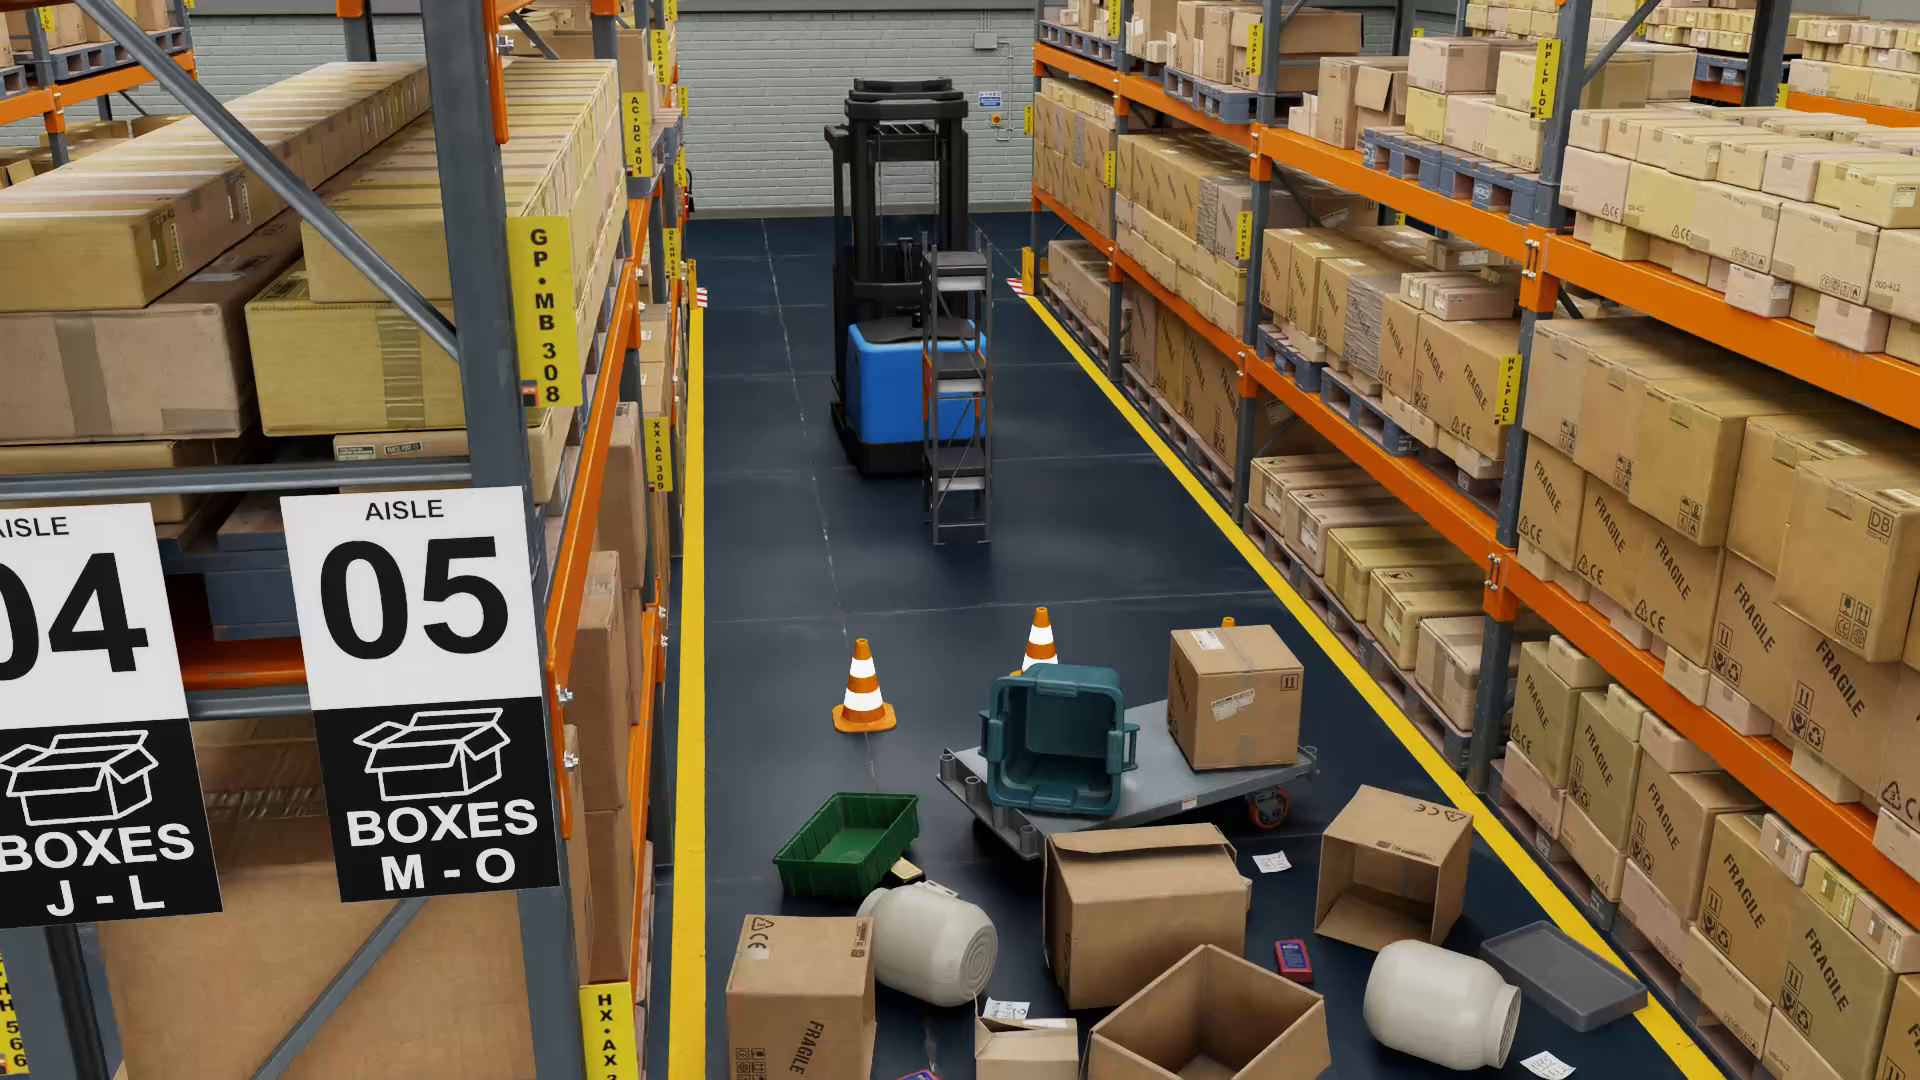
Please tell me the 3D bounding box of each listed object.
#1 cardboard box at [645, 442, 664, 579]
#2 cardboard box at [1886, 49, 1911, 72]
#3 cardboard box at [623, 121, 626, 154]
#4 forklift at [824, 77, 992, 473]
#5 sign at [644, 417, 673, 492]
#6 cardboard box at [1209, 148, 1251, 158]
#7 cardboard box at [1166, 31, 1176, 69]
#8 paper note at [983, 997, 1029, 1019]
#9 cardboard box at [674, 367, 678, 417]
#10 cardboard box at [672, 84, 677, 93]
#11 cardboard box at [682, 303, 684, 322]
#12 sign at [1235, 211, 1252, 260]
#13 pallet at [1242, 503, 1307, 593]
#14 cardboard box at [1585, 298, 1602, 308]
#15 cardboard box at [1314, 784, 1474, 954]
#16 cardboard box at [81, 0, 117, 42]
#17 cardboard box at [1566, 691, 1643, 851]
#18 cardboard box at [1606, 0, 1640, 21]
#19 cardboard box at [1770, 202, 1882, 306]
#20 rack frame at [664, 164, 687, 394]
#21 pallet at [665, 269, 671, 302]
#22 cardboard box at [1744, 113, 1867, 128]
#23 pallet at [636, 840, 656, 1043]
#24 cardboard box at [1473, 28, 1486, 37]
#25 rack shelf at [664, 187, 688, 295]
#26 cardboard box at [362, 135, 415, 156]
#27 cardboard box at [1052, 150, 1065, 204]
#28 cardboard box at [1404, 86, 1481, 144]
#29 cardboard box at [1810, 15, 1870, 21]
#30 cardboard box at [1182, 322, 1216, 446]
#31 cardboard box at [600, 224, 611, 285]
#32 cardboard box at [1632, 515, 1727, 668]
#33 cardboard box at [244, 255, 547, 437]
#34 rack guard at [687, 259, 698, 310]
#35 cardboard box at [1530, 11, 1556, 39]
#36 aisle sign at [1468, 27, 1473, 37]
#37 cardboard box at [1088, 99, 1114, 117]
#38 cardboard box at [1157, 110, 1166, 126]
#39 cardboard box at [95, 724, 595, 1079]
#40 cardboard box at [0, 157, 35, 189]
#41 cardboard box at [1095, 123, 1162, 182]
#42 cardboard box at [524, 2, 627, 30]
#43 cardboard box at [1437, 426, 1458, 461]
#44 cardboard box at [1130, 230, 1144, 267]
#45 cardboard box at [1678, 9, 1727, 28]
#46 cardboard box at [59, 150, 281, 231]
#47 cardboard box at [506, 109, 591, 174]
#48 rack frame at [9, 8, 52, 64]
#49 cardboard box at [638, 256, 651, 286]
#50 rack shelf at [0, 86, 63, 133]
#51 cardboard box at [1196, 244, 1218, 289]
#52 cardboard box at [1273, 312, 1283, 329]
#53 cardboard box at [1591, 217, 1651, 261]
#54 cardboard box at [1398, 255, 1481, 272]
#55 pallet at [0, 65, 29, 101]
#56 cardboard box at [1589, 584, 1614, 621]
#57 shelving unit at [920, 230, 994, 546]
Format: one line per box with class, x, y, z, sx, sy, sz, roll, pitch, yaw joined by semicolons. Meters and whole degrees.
cardboard box;-1.635;-0.132;7.638;0.500;0.500;0.500;-3;21;-7
cardboard box;7.086;-3.533;12.247;0.380;0.149;0.250;-3;21;-9
cardboard box;-1.770;-1.918;7.894;0.380;0.149;0.250;-3;21;-8
forklift;-0.520;-2.370;13.873;1.130;2.935;3.031;-4;21;-10
sign;-1.277;-0.360;7.043;0.100;0.325;0.005;-3;21;-8
cardboard box;2.353;-2.962;13.786;0.500;0.500;0.500;-2;21;-6
cardboard box;1.822;-3.832;12.994;0.396;0.266;0.258;-1;21;-3
paper note;0.181;1.883;6.641;0.172;0.023;0.155;4;21;11
cardboard box;-2.335;-1.078;12.215;0.500;0.250;0.500;-3;21;-8
cardboard box;-3.243;-4.553;17.621;0.500;0.500;0.500;-3;21;-9
cardboard box;-2.936;-2.247;16.495;0.380;0.149;0.250;-3;21;-8
sign;1.933;-2.072;11.322;0.100;0.325;0.005;-3;21;-8
pallet;2.593;0.018;11.365;1.003;0.211;1.213;-3;21;-8
cardboard box;6.394;-2.413;17.197;0.396;0.266;0.258;-2;21;-6
cardboard box;1.866;1.436;7.154;0.500;0.500;0.500;12;24;29
cardboard box;-8.082;-4.782;15.059;0.700;0.500;0.500;-2;21;-5
cardboard box;2.965;0.969;7.092;0.500;0.500;0.500;-2;21;-6
cardboard box;6.505;-5.066;15.781;0.500;0.250;0.500;-3;21;-8
cardboard box;3.069;-0.955;5.488;0.500;0.250;0.500;-3;21;-7
rack frame;-2.979;-2.659;14.548;1.000;3.000;0.127;-3;21;-8
pallet;-2.728;-1.867;12.703;1.003;0.211;1.213;-3;21;-8
cardboard box;3.433;-1.650;6.779;0.380;0.149;0.250;-3;21;-9
pallet;-1.793;1.684;6.904;1.003;0.211;1.213;-3;21;-8
cardboard box;6.056;-5.746;18.884;0.380;0.149;0.250;-2;21;-7
rack shelf;-3.267;-3.014;16.528;1.077;0.370;4.000;-3;21;-8
cardboard box;-1.885;-1.074;5.064;0.500;0.250;0.500;-3;21;-8
cardboard box;1.270;-3.844;17.578;0.500;0.500;0.500;-3;21;-8
cardboard box;2.690;-2.252;8.787;0.500;0.250;0.500;-3;21;-7
cardboard box;7.223;-4.235;13.673;0.380;0.149;0.250;-2;21;-6
cardboard box;2.340;-1.312;13.379;0.875;0.875;0.875;-3;21;-7
cardboard box;-1.271;-0.869;5.085;0.380;0.149;0.250;-3;21;-8
cardboard box;3.001;0.154;6.450;0.500;0.500;0.500;-3;21;-8
cardboard box;-1.064;-0.402;3.264;0.500;0.250;0.500;-3;21;-8
rack guard;-3.544;-2.847;18.623;1.175;0.500;0.348;-3;21;-8
cardboard box;6.286;-5.356;17.272;0.500;0.250;0.500;-3;21;-9
aisle sign;5.939;-5.807;19.261;0.394;0.787;0.004;-3;21;-8
cardboard box;1.463;-4.208;16.198;0.380;0.149;0.250;-3;21;-8
cardboard box;2.064;-3.973;15.567;0.380;0.149;0.250;-3;21;-7
cardboard box;-1.264;0.789;3.558;0.875;0.550;0.550;-3;21;-8
cardboard box;-7.801;-2.740;13.188;0.797;0.503;0.637;-3;21;-9
cardboard box;1.564;-3.608;15.518;0.500;0.500;0.500;-3;21;-8
cardboard box;-2.886;-3.768;12.482;0.797;0.503;0.637;-3;21;-8
cardboard box;2.690;-0.509;8.551;0.380;0.149;0.250;-4;21;-9
cardboard box;1.783;-2.529;14.413;0.500;0.250;0.500;-3;21;-9
cardboard box;6.529;-4.561;14.545;0.380;0.149;0.250;-3;21;-9
cardboard box;-1.744;-0.773;3.688;0.380;0.149;0.250;-3;21;-7
cardboard box;-1.201;-1.069;4.481;0.380;0.149;0.250;-3;21;-7
rack frame;-7.901;-5.254;12.922;1.000;3.000;0.127;-3;21;-8
cardboard box;-2.278;-1.803;11.165;0.380;0.149;0.250;-3;21;-8
rack shelf;-7.613;-2.819;11.719;1.077;0.370;4.000;-3;21;-8
cardboard box;2.083;-2.055;12.430;0.500;0.250;0.500;-3;21;-9
cardboard box;2.345;-1.516;11.246;0.380;0.149;0.250;-4;21;-11
cardboard box;2.840;-1.247;6.841;0.380;0.149;0.250;-3;21;-8
cardboard box;2.982;-1.445;10.130;0.500;0.500;0.500;-4;21;-11
pallet;-7.720;-3.444;12.637;0.805;0.209;1.217;-4;21;-10
cardboard box;2.942;0.245;7.133;0.380;0.149;0.250;-3;21;-8
shelving unit;-0.024;-1.041;11.502;0.431;2.100;0.503;-3;21;-8
